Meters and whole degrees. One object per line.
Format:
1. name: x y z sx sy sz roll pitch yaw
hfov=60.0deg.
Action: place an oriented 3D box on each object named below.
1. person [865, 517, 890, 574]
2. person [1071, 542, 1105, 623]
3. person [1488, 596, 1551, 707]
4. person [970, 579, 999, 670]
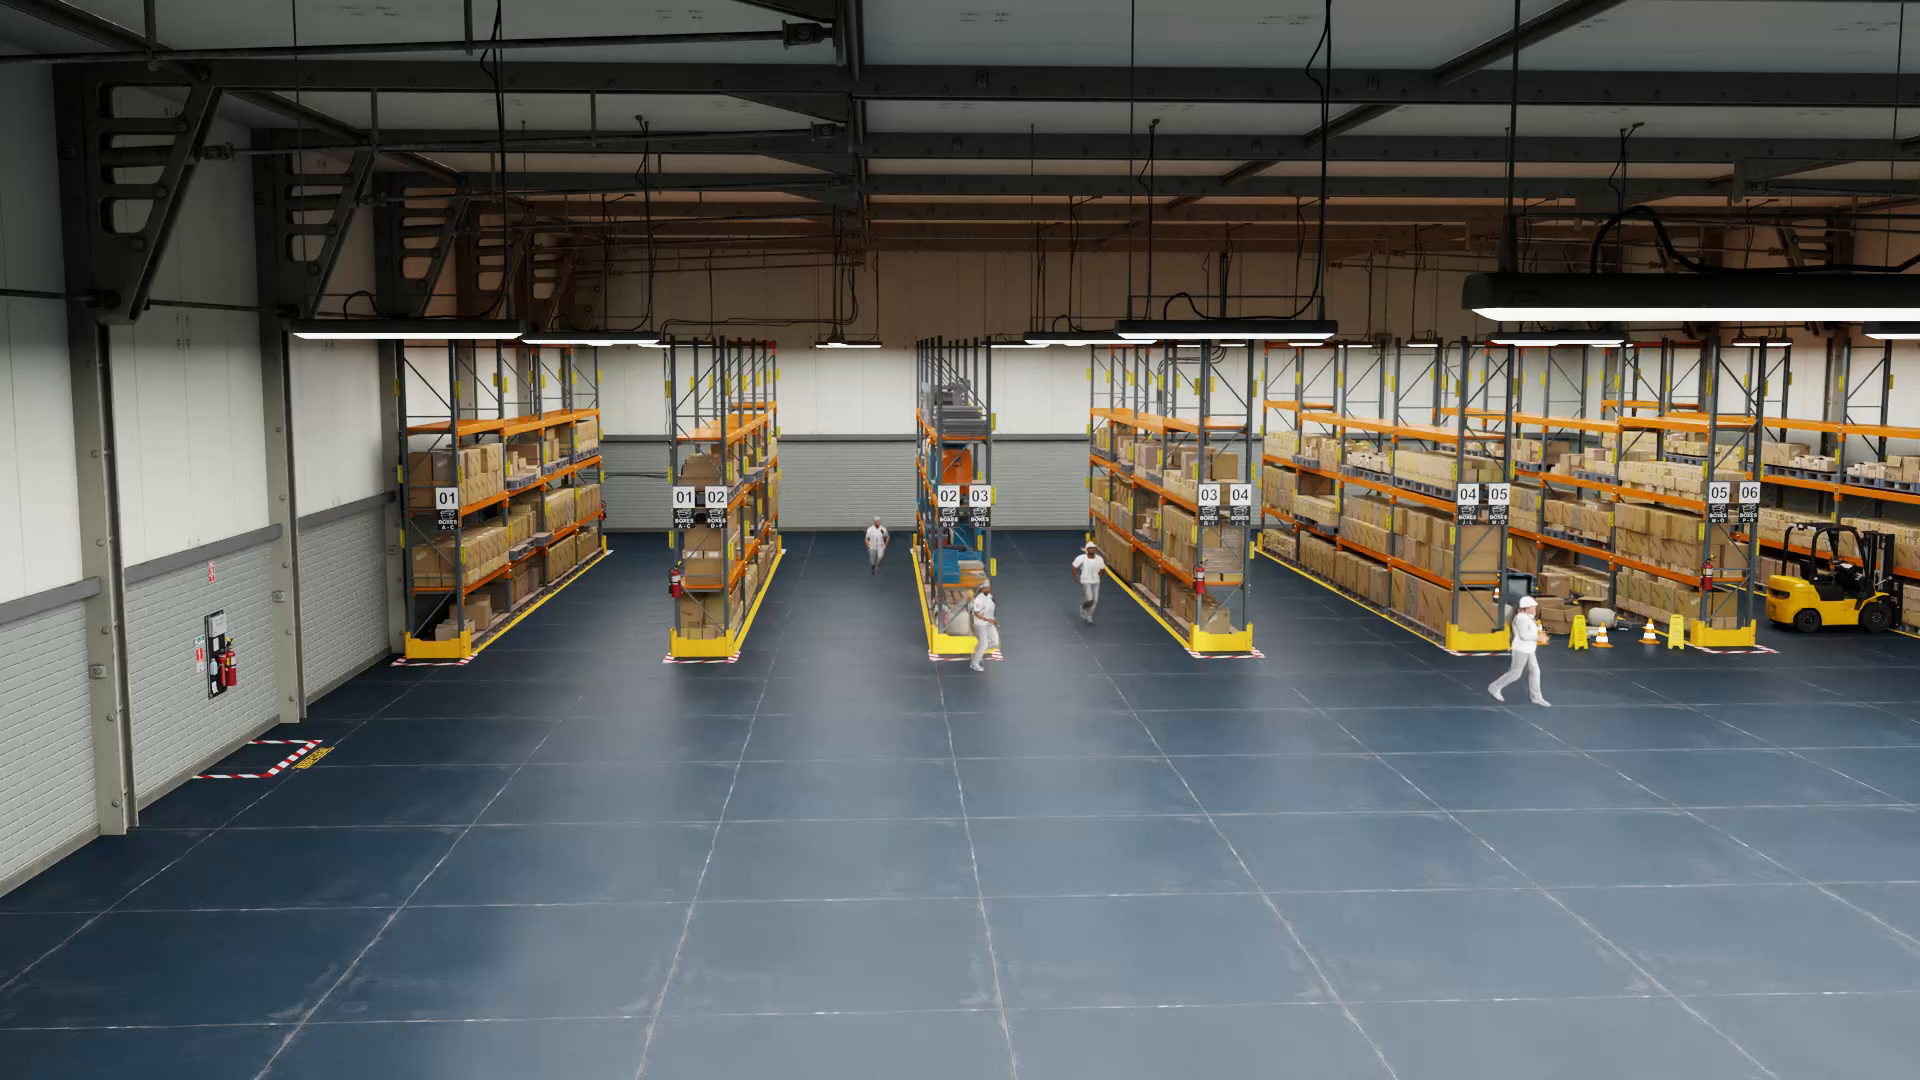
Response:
1. person: -2.048 0.157 41.390 0.621 1.478 0.783 0 7 -4
2. person: 2.744 0.897 34.905 0.690 1.721 0.598 -2 7 -16
3. person: 9.052 1.786 26.834 0.970 1.777 0.627 4 7 30
4. person: 0.479 1.523 29.897 0.619 1.660 0.604 5 8 39
